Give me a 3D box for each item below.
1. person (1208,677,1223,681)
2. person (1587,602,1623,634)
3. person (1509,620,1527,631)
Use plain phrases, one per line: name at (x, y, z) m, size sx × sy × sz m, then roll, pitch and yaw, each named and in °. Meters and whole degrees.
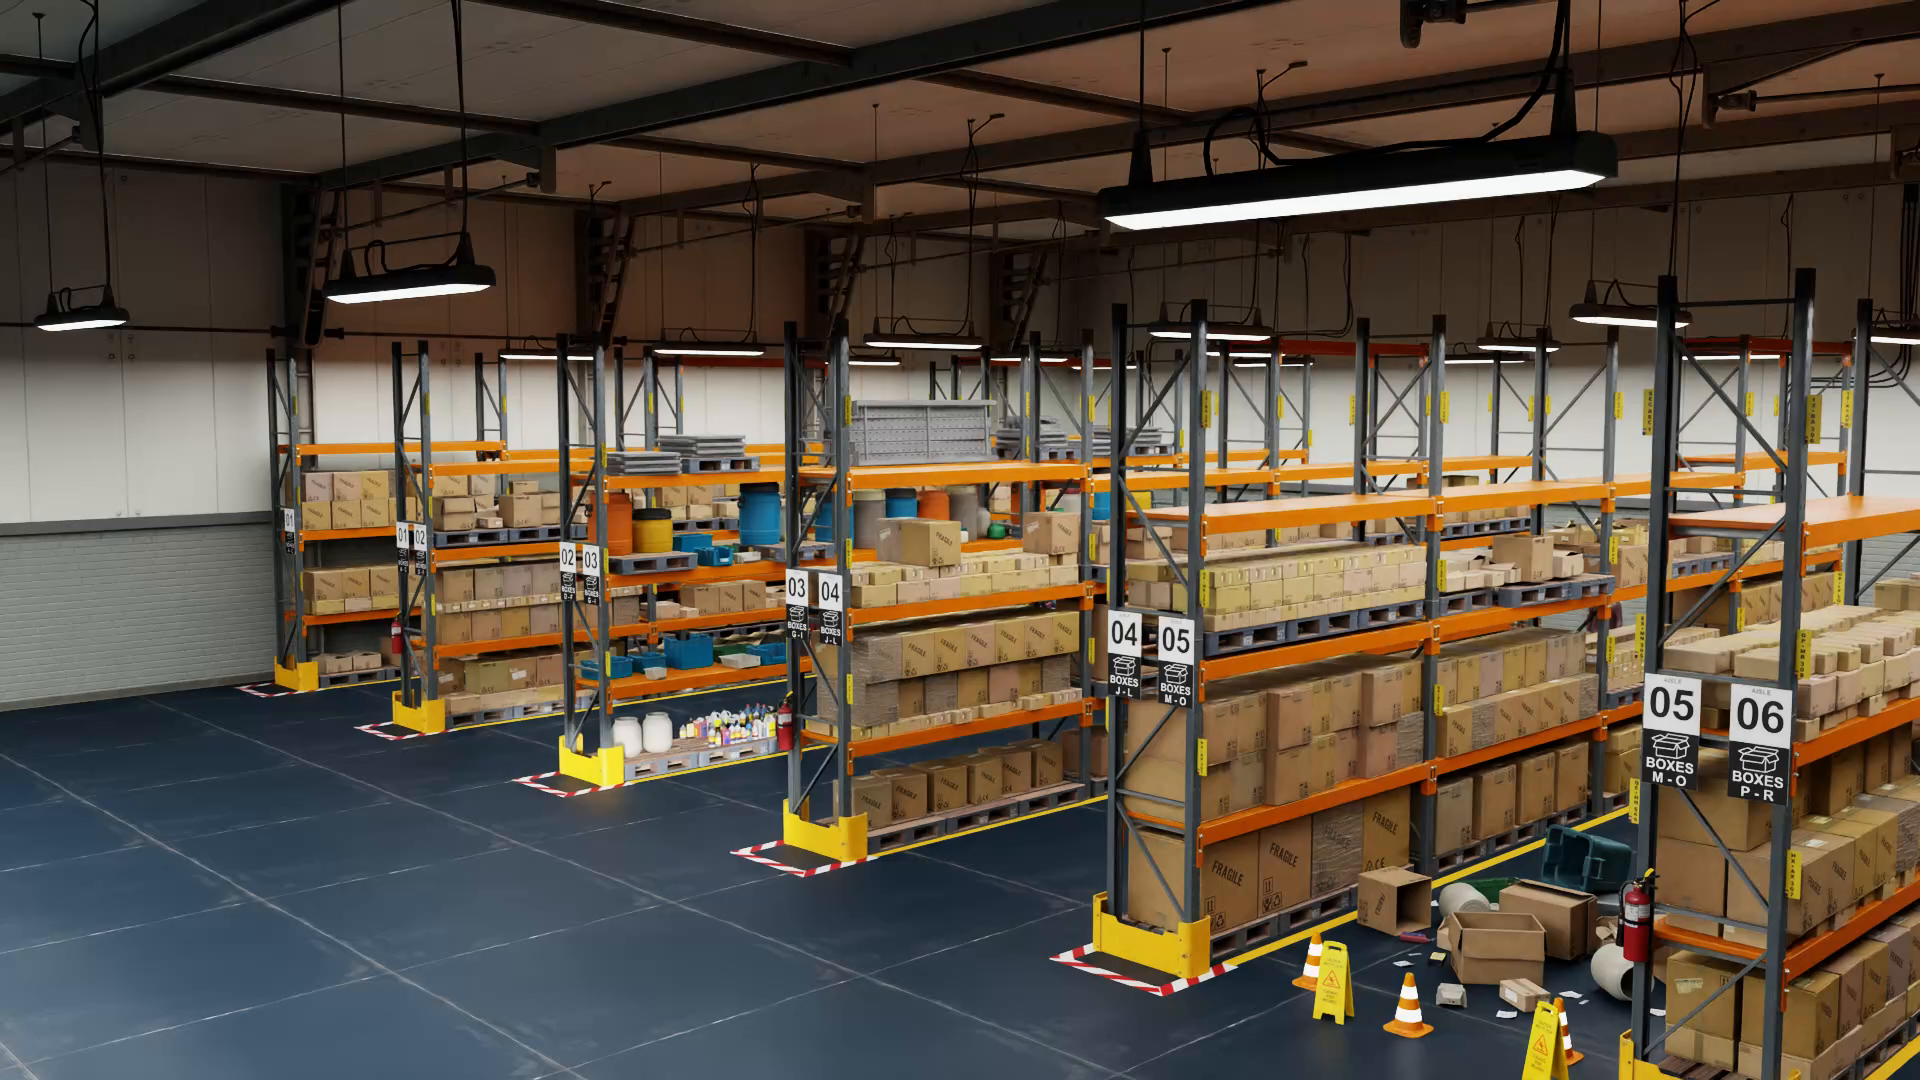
person at (3.451, 2.445, 21.718) m, size 0.796 × 1.697 × 0.592 m, roll -3°, pitch 6°, yaw -32°
person at (11.594, 1.710, 29.916) m, size 0.573 × 1.797 × 0.950 m, roll 1°, pitch 5°, yaw 14°
person at (9.206, 2.024, 27.130) m, size 0.689 × 1.601 × 0.664 m, roll -3°, pitch 6°, yaw -35°
